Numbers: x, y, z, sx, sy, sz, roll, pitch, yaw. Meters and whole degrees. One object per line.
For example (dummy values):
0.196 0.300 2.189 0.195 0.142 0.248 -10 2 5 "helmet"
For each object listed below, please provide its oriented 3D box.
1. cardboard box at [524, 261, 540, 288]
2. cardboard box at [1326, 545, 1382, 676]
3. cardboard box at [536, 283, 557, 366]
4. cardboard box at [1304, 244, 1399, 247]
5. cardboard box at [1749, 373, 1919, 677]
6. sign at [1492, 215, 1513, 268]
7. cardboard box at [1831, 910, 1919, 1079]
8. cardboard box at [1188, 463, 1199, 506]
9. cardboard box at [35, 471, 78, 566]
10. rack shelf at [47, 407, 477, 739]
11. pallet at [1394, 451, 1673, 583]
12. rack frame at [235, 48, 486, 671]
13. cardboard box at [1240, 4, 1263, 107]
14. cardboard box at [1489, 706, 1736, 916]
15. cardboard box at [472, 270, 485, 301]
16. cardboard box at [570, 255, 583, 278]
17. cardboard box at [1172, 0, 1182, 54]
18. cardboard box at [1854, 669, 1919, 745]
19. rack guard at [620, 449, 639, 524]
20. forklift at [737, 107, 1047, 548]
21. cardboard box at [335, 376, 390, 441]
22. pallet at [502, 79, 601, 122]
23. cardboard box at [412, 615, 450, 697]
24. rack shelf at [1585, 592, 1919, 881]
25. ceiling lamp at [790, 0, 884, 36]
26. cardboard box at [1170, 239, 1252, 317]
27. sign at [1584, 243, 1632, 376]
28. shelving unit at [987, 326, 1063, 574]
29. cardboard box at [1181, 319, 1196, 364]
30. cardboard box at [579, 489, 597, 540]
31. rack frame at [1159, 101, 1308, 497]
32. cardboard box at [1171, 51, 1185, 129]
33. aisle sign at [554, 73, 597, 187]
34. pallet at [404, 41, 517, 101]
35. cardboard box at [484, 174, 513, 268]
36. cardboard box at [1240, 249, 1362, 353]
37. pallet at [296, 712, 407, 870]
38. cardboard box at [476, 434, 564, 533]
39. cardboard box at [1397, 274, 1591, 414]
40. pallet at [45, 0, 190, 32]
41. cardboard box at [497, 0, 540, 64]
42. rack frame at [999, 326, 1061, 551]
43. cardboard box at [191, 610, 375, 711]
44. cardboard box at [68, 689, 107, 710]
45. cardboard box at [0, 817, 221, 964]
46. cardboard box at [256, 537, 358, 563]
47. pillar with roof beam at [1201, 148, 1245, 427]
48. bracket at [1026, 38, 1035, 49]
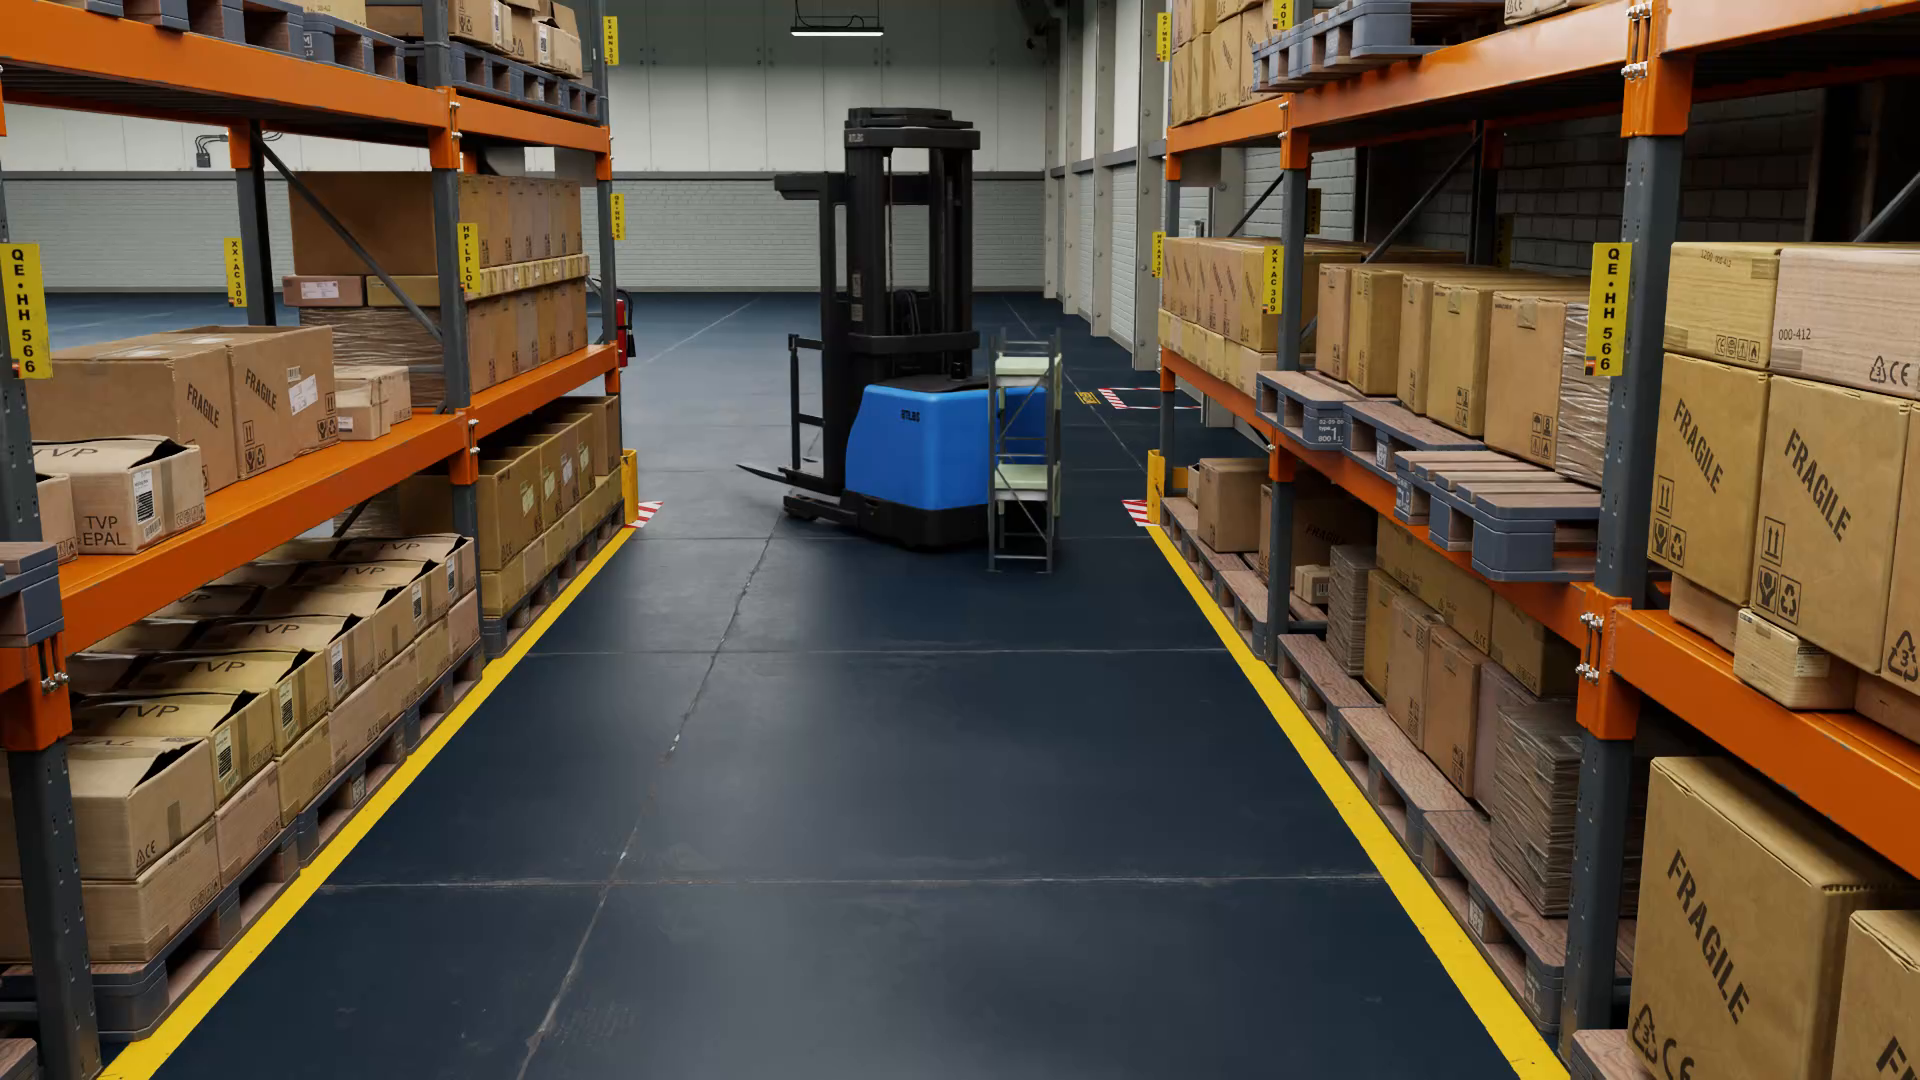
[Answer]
-2.744 -1.595 9.993 0.380 0.149 0.250 0 11 -2 "cardboard box"
2.091 0.318 7.627 0.700 0.500 0.500 0 11 1 "cardboard box"
-2.959 -1.365 10.489 0.700 0.500 0.500 0 11 -1 "cardboard box"
2.246 -1.437 9.541 0.500 0.500 0.500 0 11 0 "cardboard box"
1.897 -0.045 3.187 0.500 0.500 0.500 0 11 1 "cardboard box"
2.614 -1.408 8.042 0.100 0.325 0.005 0 11 -1 "sign"
2.038 1.126 2.814 0.750 0.750 0.750 0 11 -1 "cardboard box"
1.901 -0.393 11.606 0.500 0.311 0.500 -2 12 -8 "cardboard box"
-2.775 -0.050 4.485 0.500 0.311 0.500 0 11 2 "cardboard box"
-2.852 -0.066 6.151 1.077 0.370 4.000 0 11 -1 "rack shelf"
2.021 -0.090 4.939 1.213 0.211 1.003 0 11 -1 "pallet"
-2.893 -0.816 8.039 1.000 3.000 0.127 0 11 -1 "rack frame"
1.804 -2.566 8.818 0.500 0.500 0.500 -1 12 -6 "cardboard box"
2.075 0.824 5.133 0.700 0.500 0.500 0 11 0 "cardboard box"
-2.718 -1.339 8.730 0.380 0.149 0.250 -1 11 -3 "cardboard box"
-2.771 -1.851 11.257 0.380 0.149 0.250 0 11 0 "cardboard box"
1.742 -3.574 11.270 0.500 0.500 0.500 -1 12 -5 "cardboard box"
1.963 0.290 3.166 0.380 0.149 0.250 0 11 -2 "cardboard box"
-2.977 -0.391 12.230 1.175 0.500 0.348 0 11 -1 "rack guard"
-0.657 -1.623 12.189 1.130 2.935 3.031 -8 14 -35 "forklift"
-2.692 -0.576 7.194 0.396 0.266 0.258 -1 11 -3 "cardboard box"
-2.987 -2.898 10.975 1.003 0.211 1.213 0 11 -1 "pallet"
-2.586 0.507 7.374 0.500 0.250 0.500 0 11 -2 "cardboard box"
2.183 0.708 2.335 1.077 0.370 4.000 0 11 -1 "rack shelf"
-2.644 -12.473 35.725 2.000 3.185 0.800 0 11 -1 "ceiling lamp"
1.686 -1.742 11.042 0.500 0.500 0.500 0 11 -1 "cardboard box"
1.599 -0.567 4.096 0.100 0.325 0.005 0 11 -1 "sign"
0.424 -0.598 10.733 0.431 1.500 0.755 1 12 6 "shelving unit"
1.699 -1.266 10.583 0.500 0.250 0.500 0 11 -2 "cardboard box"
-2.635 -0.166 10.691 0.500 0.250 0.500 0 11 -1 "cardboard box"
1.976 -1.633 12.062 1.000 3.000 0.127 0 11 -1 "rack frame"
1.733 -3.094 11.419 0.500 0.500 0.500 0 11 0 "cardboard box"
-2.684 -2.900 11.770 0.394 0.787 0.004 0 11 -1 "aisle sign"
-2.937 -2.412 8.584 1.003 0.211 1.213 0 11 -1 "pallet"
-2.930 -1.789 9.320 0.700 0.500 0.500 0 11 -1 "cardboard box"
1.740 -1.234 8.538 0.500 0.500 0.500 0 11 -1 "cardboard box"
-2.811 0.940 6.396 1.003 0.211 1.213 0 11 -1 "pallet"
-2.611 -0.334 9.636 0.500 0.500 0.500 0 11 -1 "cardboard box"
2.085 -0.759 6.397 0.700 0.500 0.500 1 12 7 "cardboard box"
-2.914 -1.533 4.503 1.213 0.211 1.003 0 11 1 "pallet"
-2.801 -2.939 9.291 0.797 0.503 0.637 1 12 5 "cardboard box"
0.466 -0.670 11.090 0.400 1.500 0.023 1 12 6 "rack frame"
-2.567 0.432 6.332 0.500 0.311 0.500 0 11 -2 "cardboard box"
-3.085 0.639 5.313 0.500 0.311 0.500 0 11 -2 "cardboard box"
-2.528 1.015 4.870 0.500 0.250 0.500 0 11 -1 "cardboard box"
-3.134 0.134 7.805 0.500 0.311 0.500 0 11 -1 "cardboard box"
-1.572 -5.612 16.589 9.100 9.000 0.400 0 11 -1 "pillar with roof beam"
1.823 -12.717 42.556 0.235 0.232 0.430 0 11 -1 "bracket"
